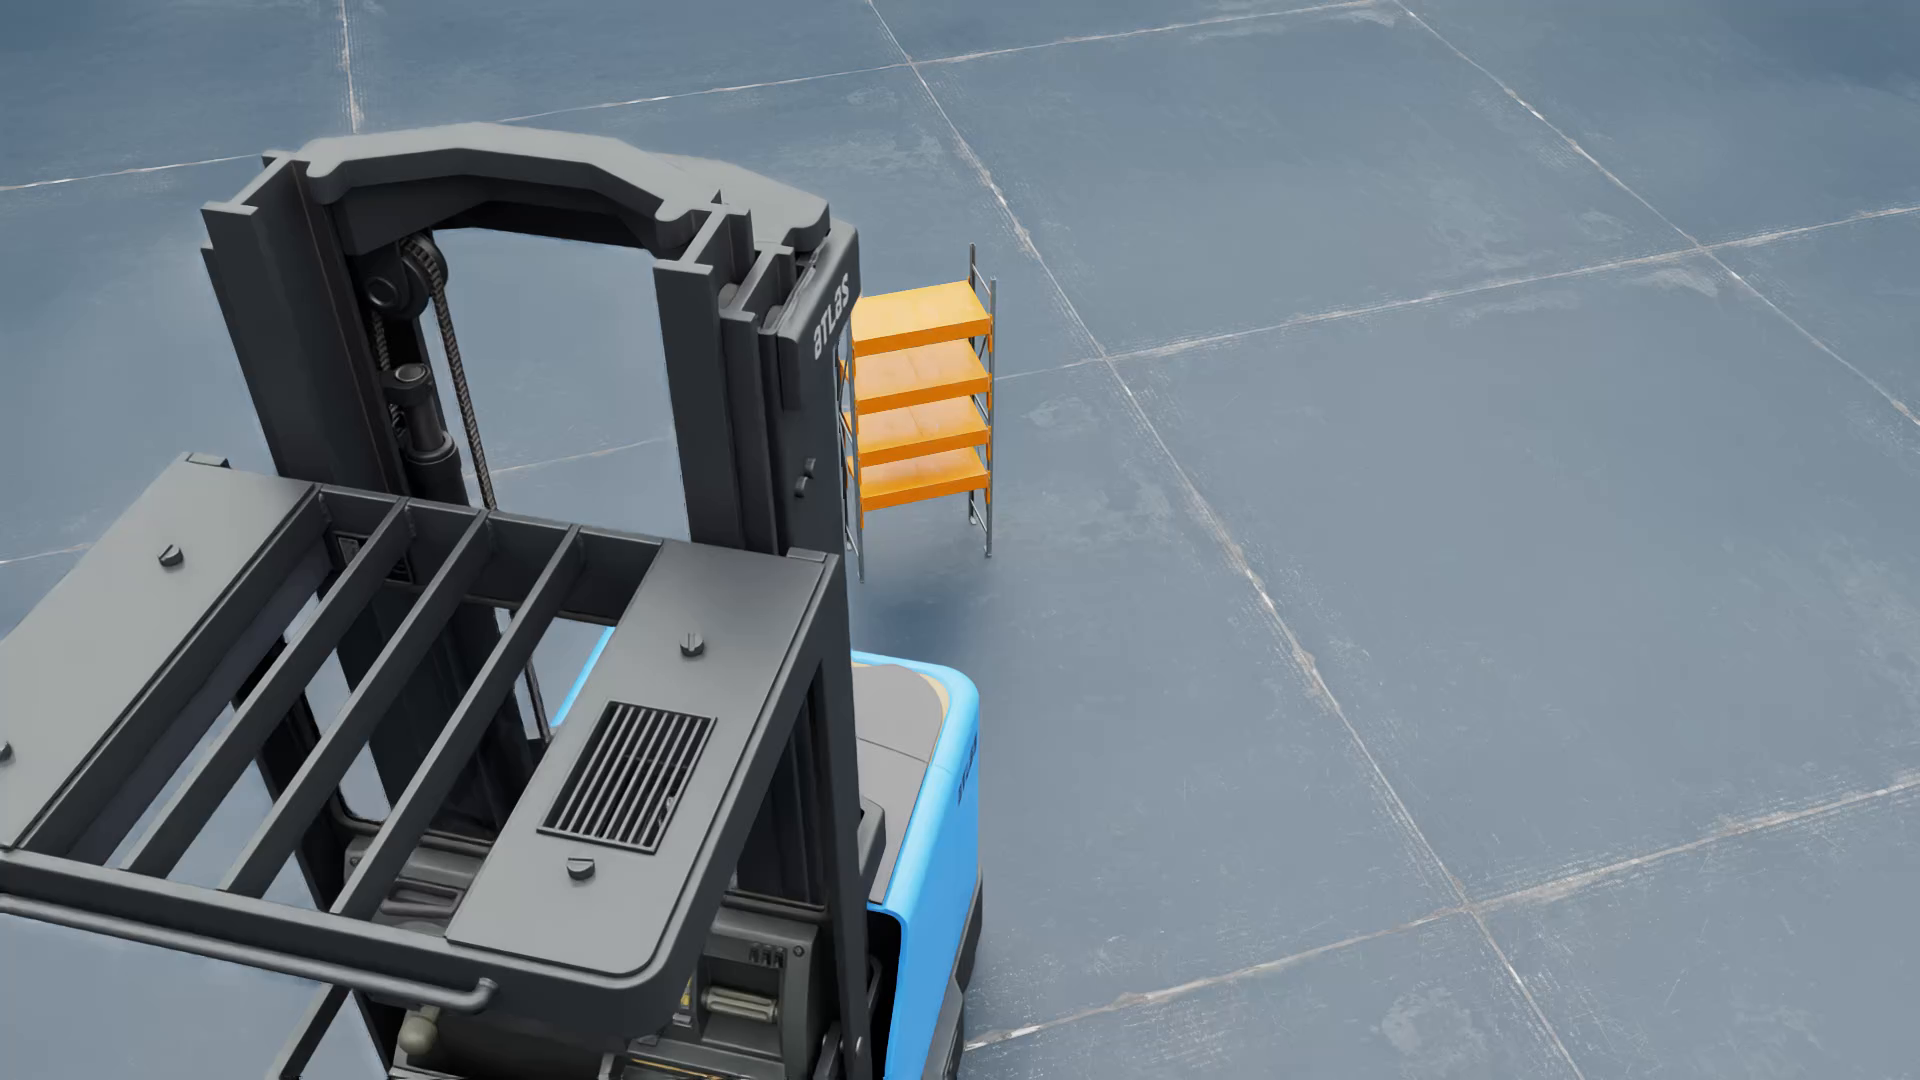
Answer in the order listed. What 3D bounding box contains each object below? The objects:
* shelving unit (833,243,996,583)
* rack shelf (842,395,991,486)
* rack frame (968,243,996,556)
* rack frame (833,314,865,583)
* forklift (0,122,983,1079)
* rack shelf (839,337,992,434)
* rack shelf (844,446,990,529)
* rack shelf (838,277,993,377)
[{"bbox_3d":[-0.158,-0.419,5.818,0.503,1.200,0.258,-12,42,-13],"label":"shelving unit"},{"bbox_3d":[-0.158,-0.368,5.862,0.480,0.148,0.258,-12,42,-13],"label":"rack shelf"},{"bbox_3d":[0.075,-0.467,5.873,0.015,1.200,0.240,-12,42,-13],"label":"rack frame"},{"bbox_3d":[-0.391,-0.371,5.763,0.015,1.200,0.240,-12,42,-13],"label":"rack frame"},{"bbox_3d":[-0.773,0.909,2.982,1.130,2.935,3.031,9,42,10],"label":"forklift"},{"bbox_3d":[-0.158,-0.537,5.715,0.480,0.148,0.258,-12,42,-13],"label":"rack shelf"},{"bbox_3d":[-0.158,-0.219,5.993,0.480,0.148,0.258,-12,42,-13],"label":"rack shelf"},{"bbox_3d":[-0.158,-0.715,5.559,0.480,0.148,0.258,-12,42,-13],"label":"rack shelf"}]
